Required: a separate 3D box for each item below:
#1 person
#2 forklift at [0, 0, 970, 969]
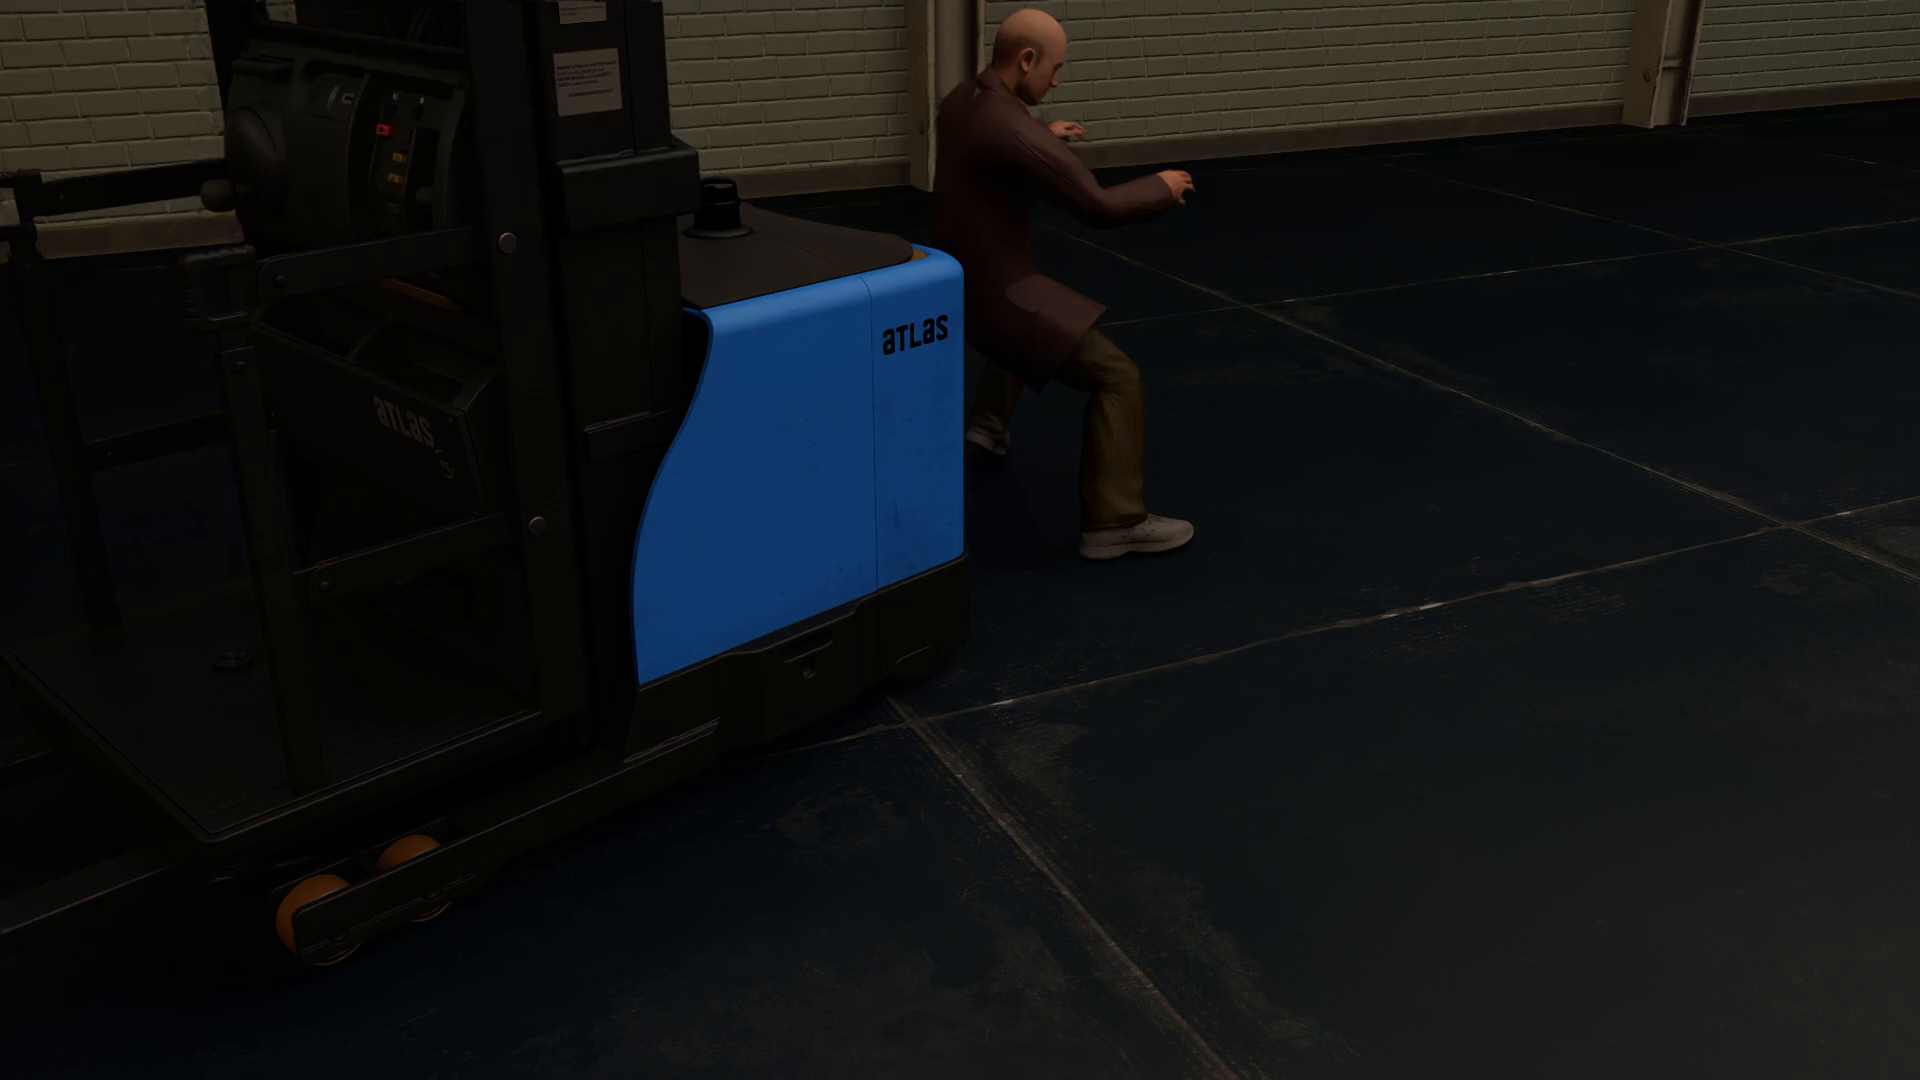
[{"bbox_3d":[0.291,-0.841,5.125,0.766,1.537,1.070,-7,23,-16],"label":"person"},{"bbox_3d":[-1.367,-0.768,3.136,1.130,2.935,3.031,21,30,40],"label":"forklift"}]
